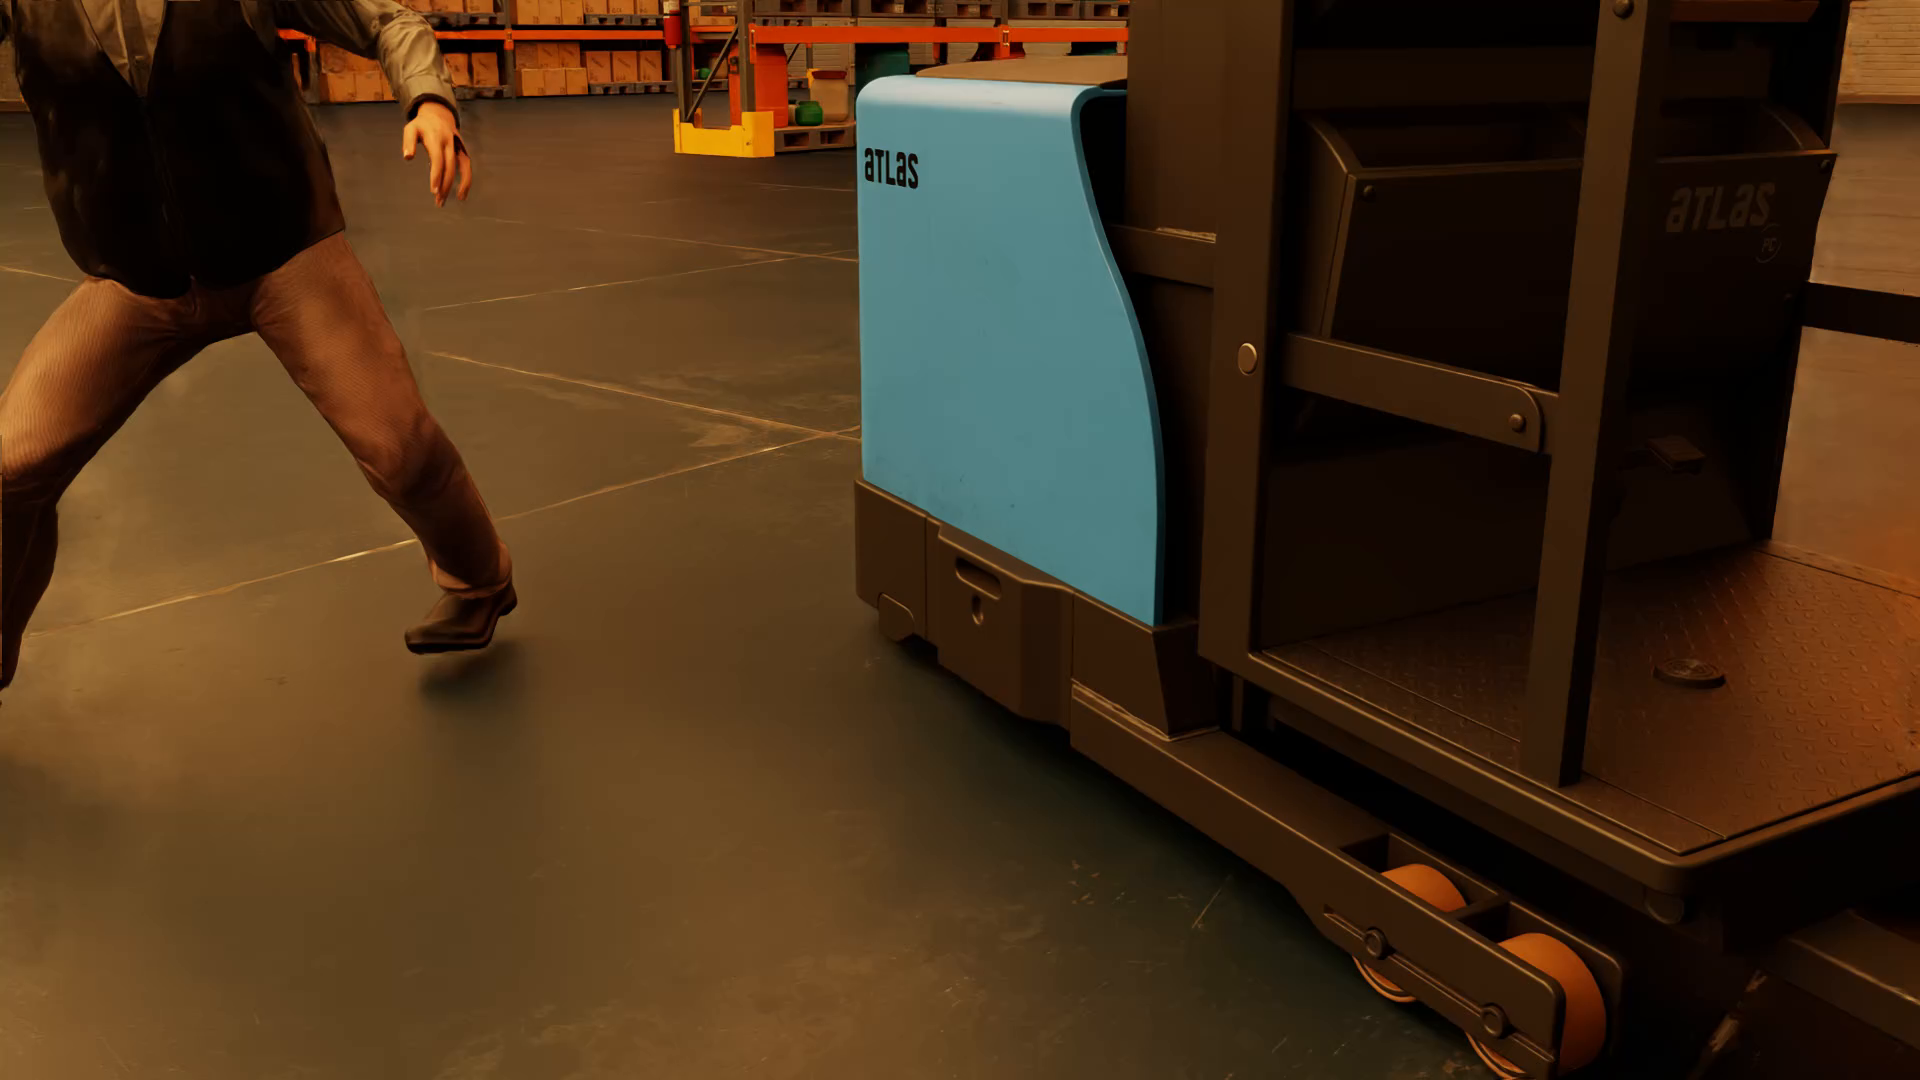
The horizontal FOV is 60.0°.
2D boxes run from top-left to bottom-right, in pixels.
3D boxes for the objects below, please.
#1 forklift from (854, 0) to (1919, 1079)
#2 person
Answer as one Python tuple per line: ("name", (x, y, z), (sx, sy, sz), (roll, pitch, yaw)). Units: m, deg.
("forklift", (0.952, -0.933, 1.970), (1.130, 2.935, 3.031), (-9, 19, -28))
("person", (-1.333, -0.401, 2.776), (1.068, 1.679, 0.564), (-3, 17, -11))
